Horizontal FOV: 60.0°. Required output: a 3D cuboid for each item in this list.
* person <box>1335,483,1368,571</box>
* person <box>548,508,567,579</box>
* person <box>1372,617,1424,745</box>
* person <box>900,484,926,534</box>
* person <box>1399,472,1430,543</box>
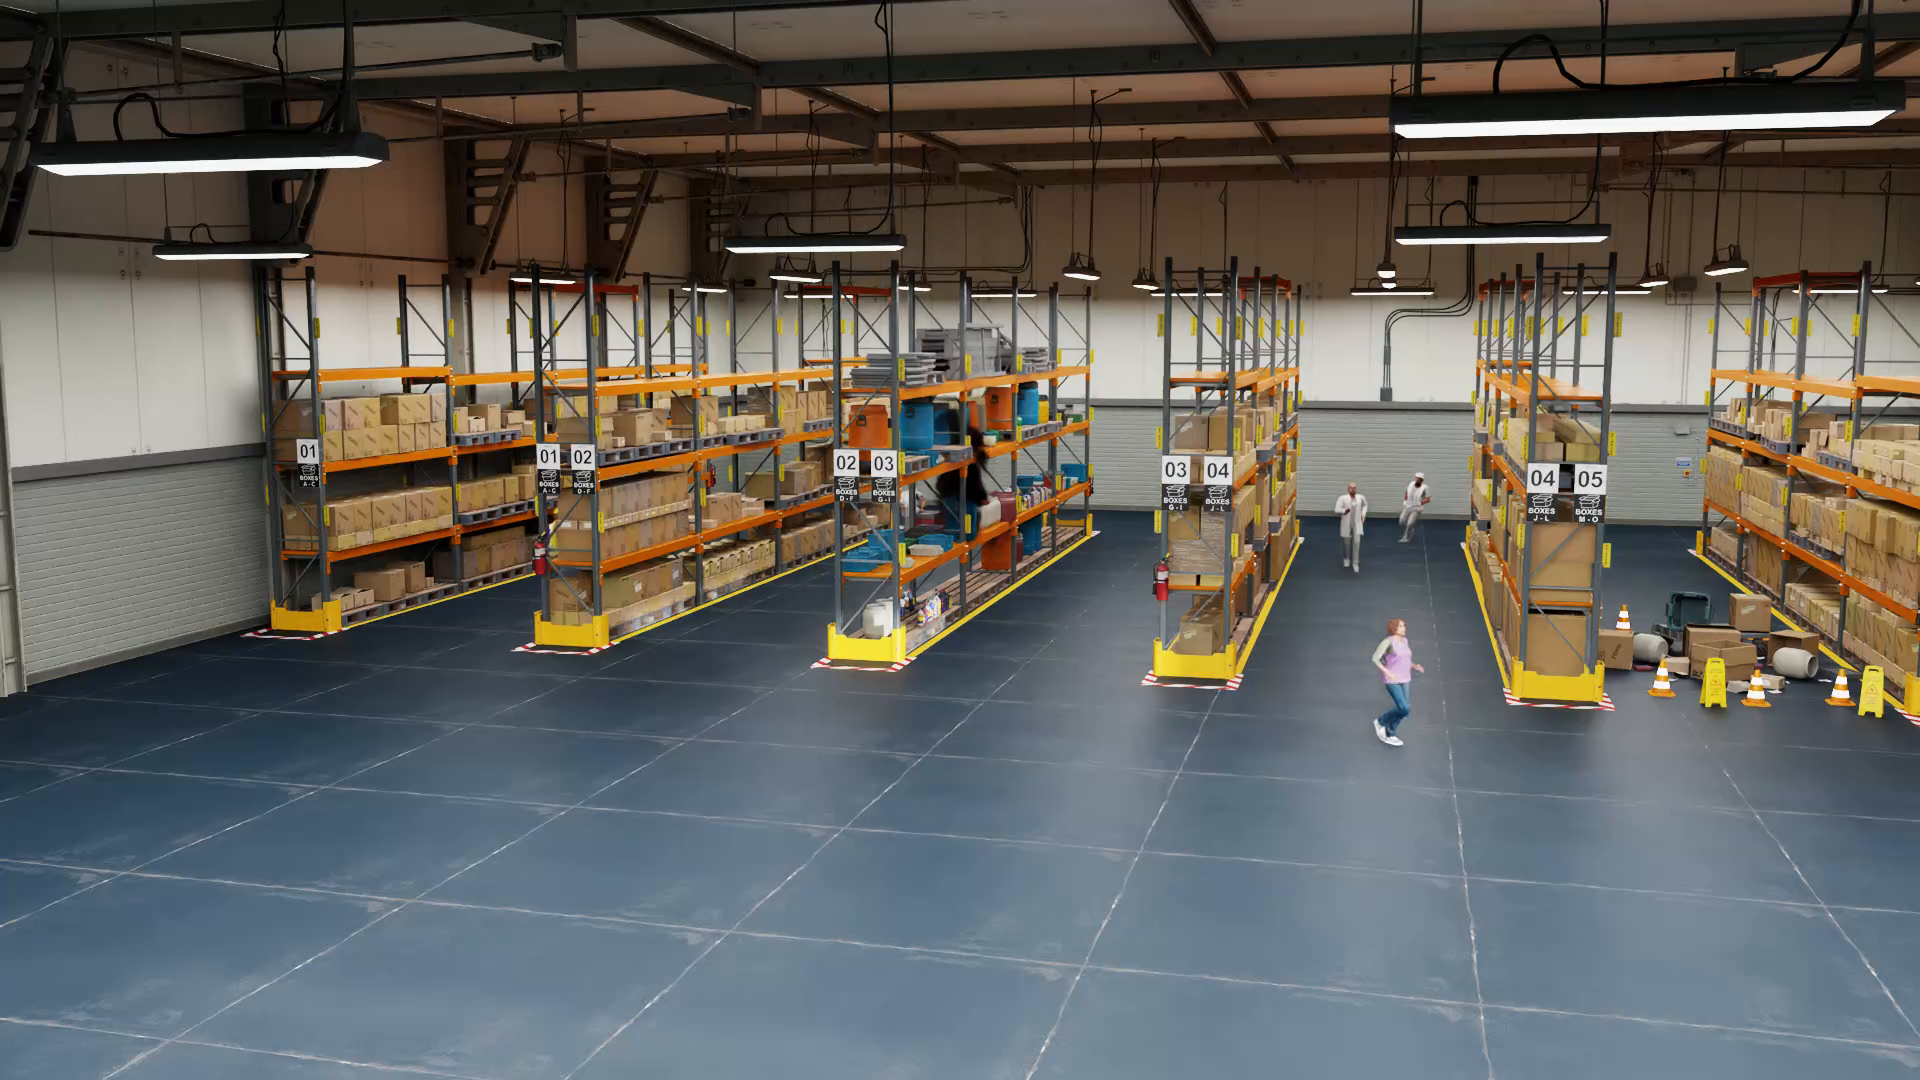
[{"bbox_3d":[8.134,-0.295,34.565,0.701,1.790,0.950,1,7,6],"label":"person"},{"bbox_3d":[-7.251,0.302,30.144,0.700,1.761,0.956,1,7,6],"label":"person"},{"bbox_3d":[5.262,1.706,19.946,0.531,1.554,0.542,-6,9,-38],"label":"person"},{"bbox_3d":[-1.085,-0.499,36.871,0.608,1.671,0.928,1,7,5],"label":"person"},{"bbox_3d":[10.584,-0.749,38.756,0.766,1.684,0.599,7,10,43],"label":"person"}]
